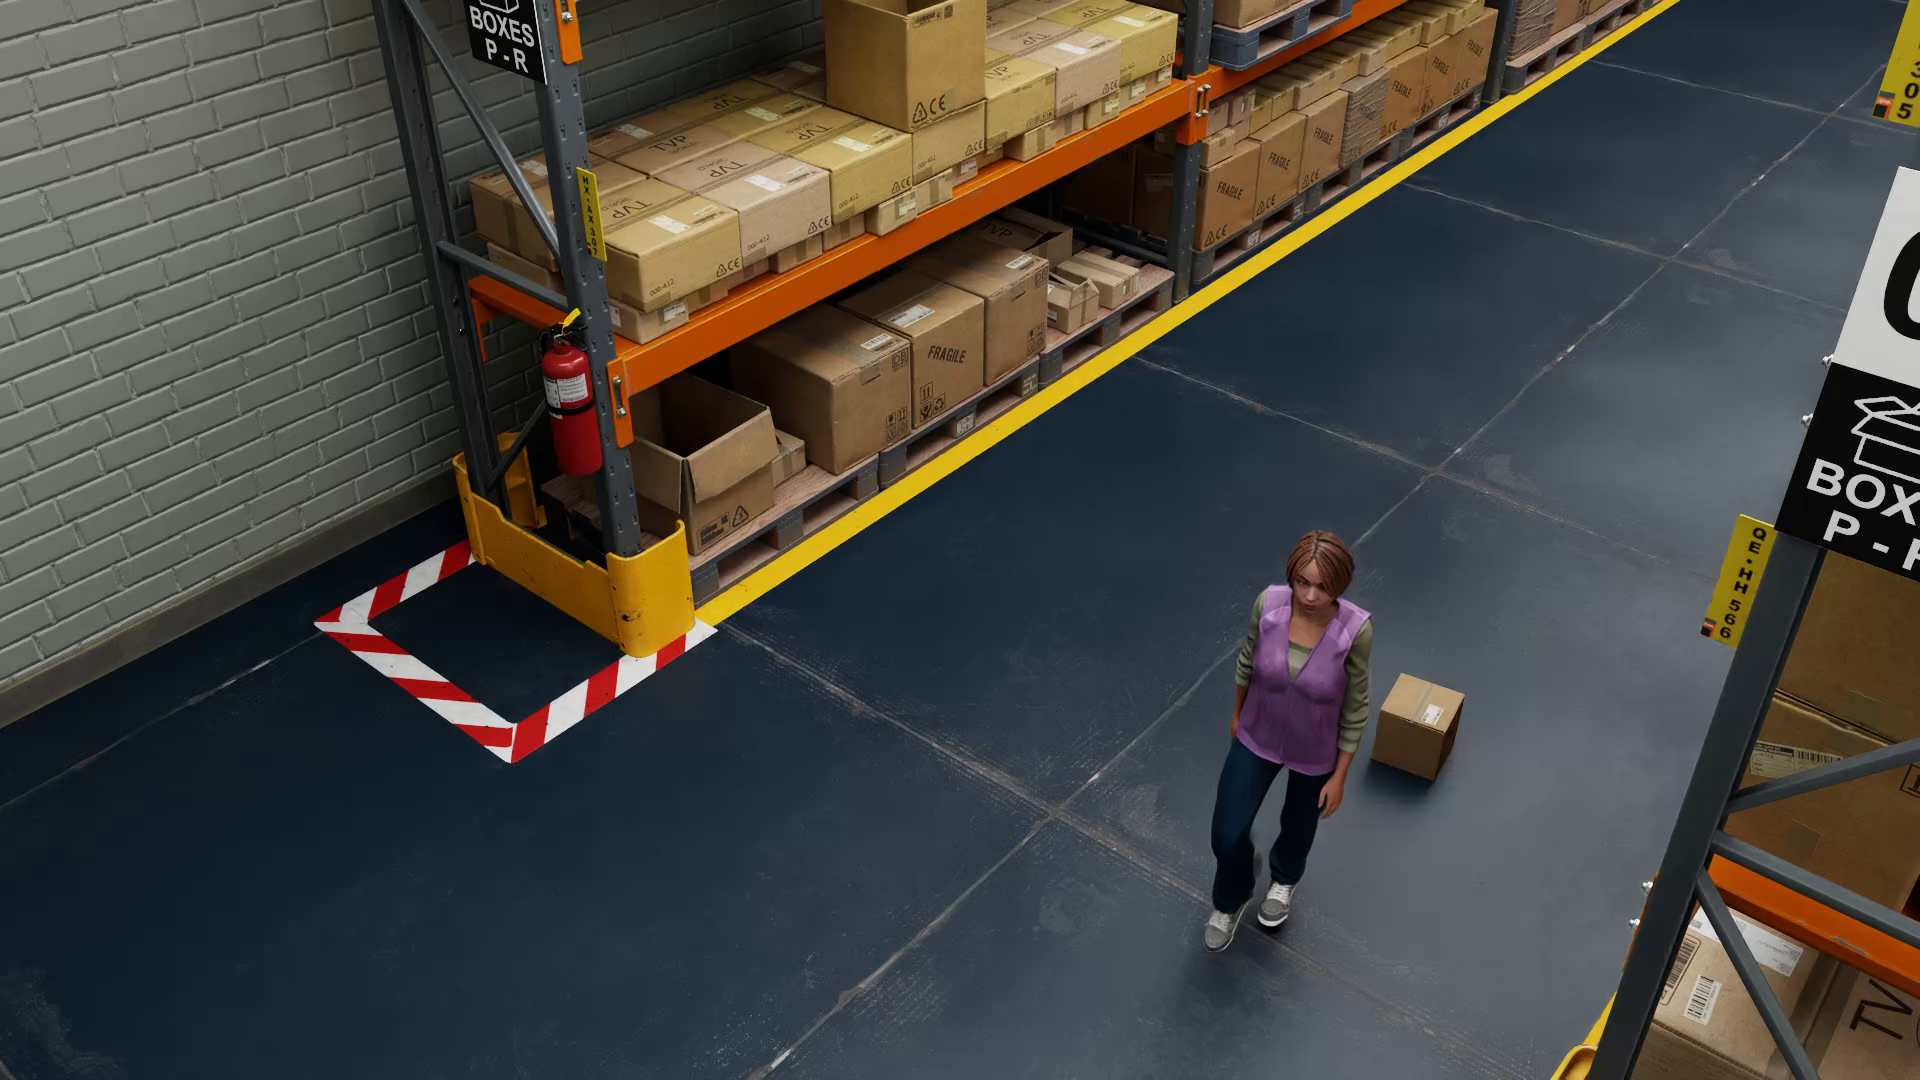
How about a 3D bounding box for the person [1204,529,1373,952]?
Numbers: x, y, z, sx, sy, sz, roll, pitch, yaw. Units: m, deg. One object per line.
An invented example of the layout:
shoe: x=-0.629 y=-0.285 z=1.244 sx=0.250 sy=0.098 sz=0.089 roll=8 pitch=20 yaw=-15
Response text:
person: x=1.036 y=0.667 z=5.213 sx=0.430 sy=1.638 sz=0.490 roll=13 pitch=37 yaw=17
